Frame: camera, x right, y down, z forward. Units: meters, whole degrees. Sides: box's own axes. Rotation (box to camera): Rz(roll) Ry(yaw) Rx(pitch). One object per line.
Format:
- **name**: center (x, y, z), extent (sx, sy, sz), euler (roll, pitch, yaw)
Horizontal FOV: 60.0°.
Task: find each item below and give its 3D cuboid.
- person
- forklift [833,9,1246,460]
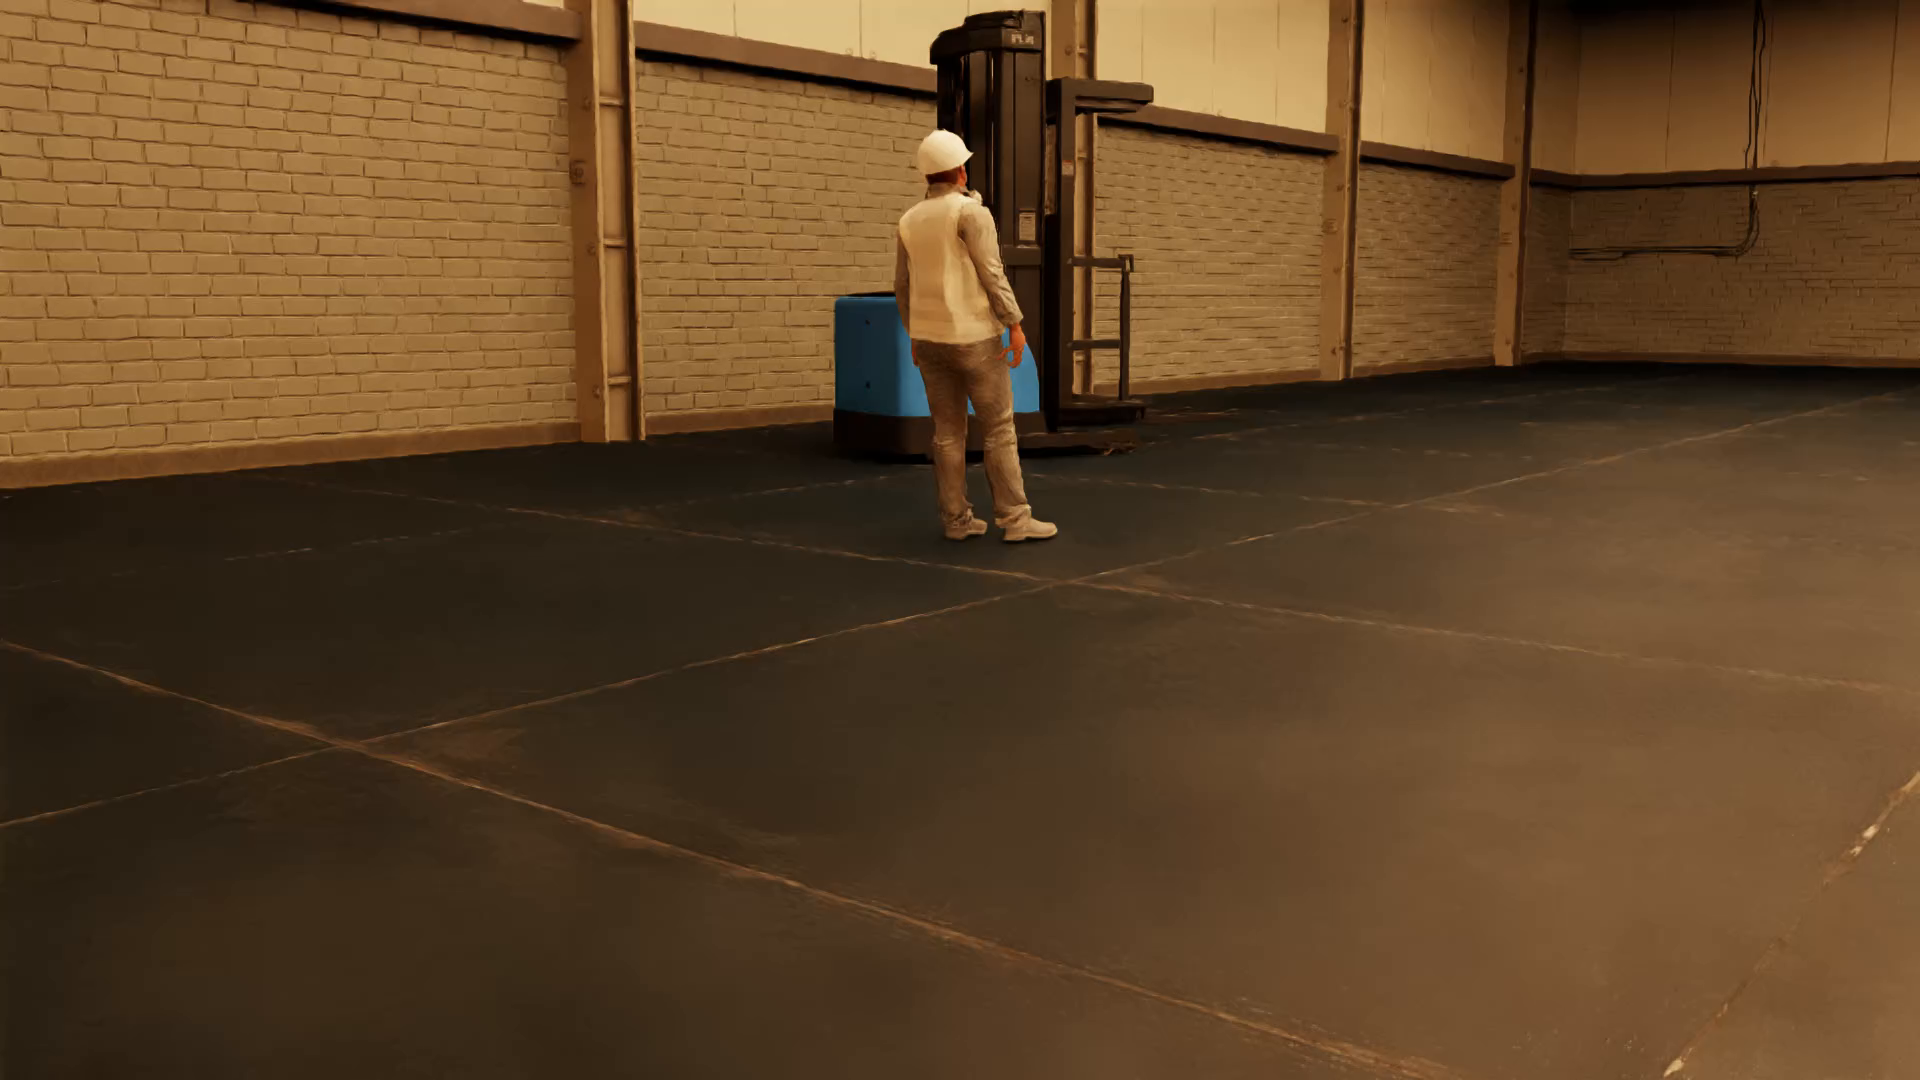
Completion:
- **person**: center (0.046, -0.891, 7.318), extent (0.632, 1.773, 0.567), euler (7, 11, 38)
- **forklift**: center (0.654, -2.102, 11.646), extent (3.031, 2.935, 1.130), euler (-5, 10, -31)
